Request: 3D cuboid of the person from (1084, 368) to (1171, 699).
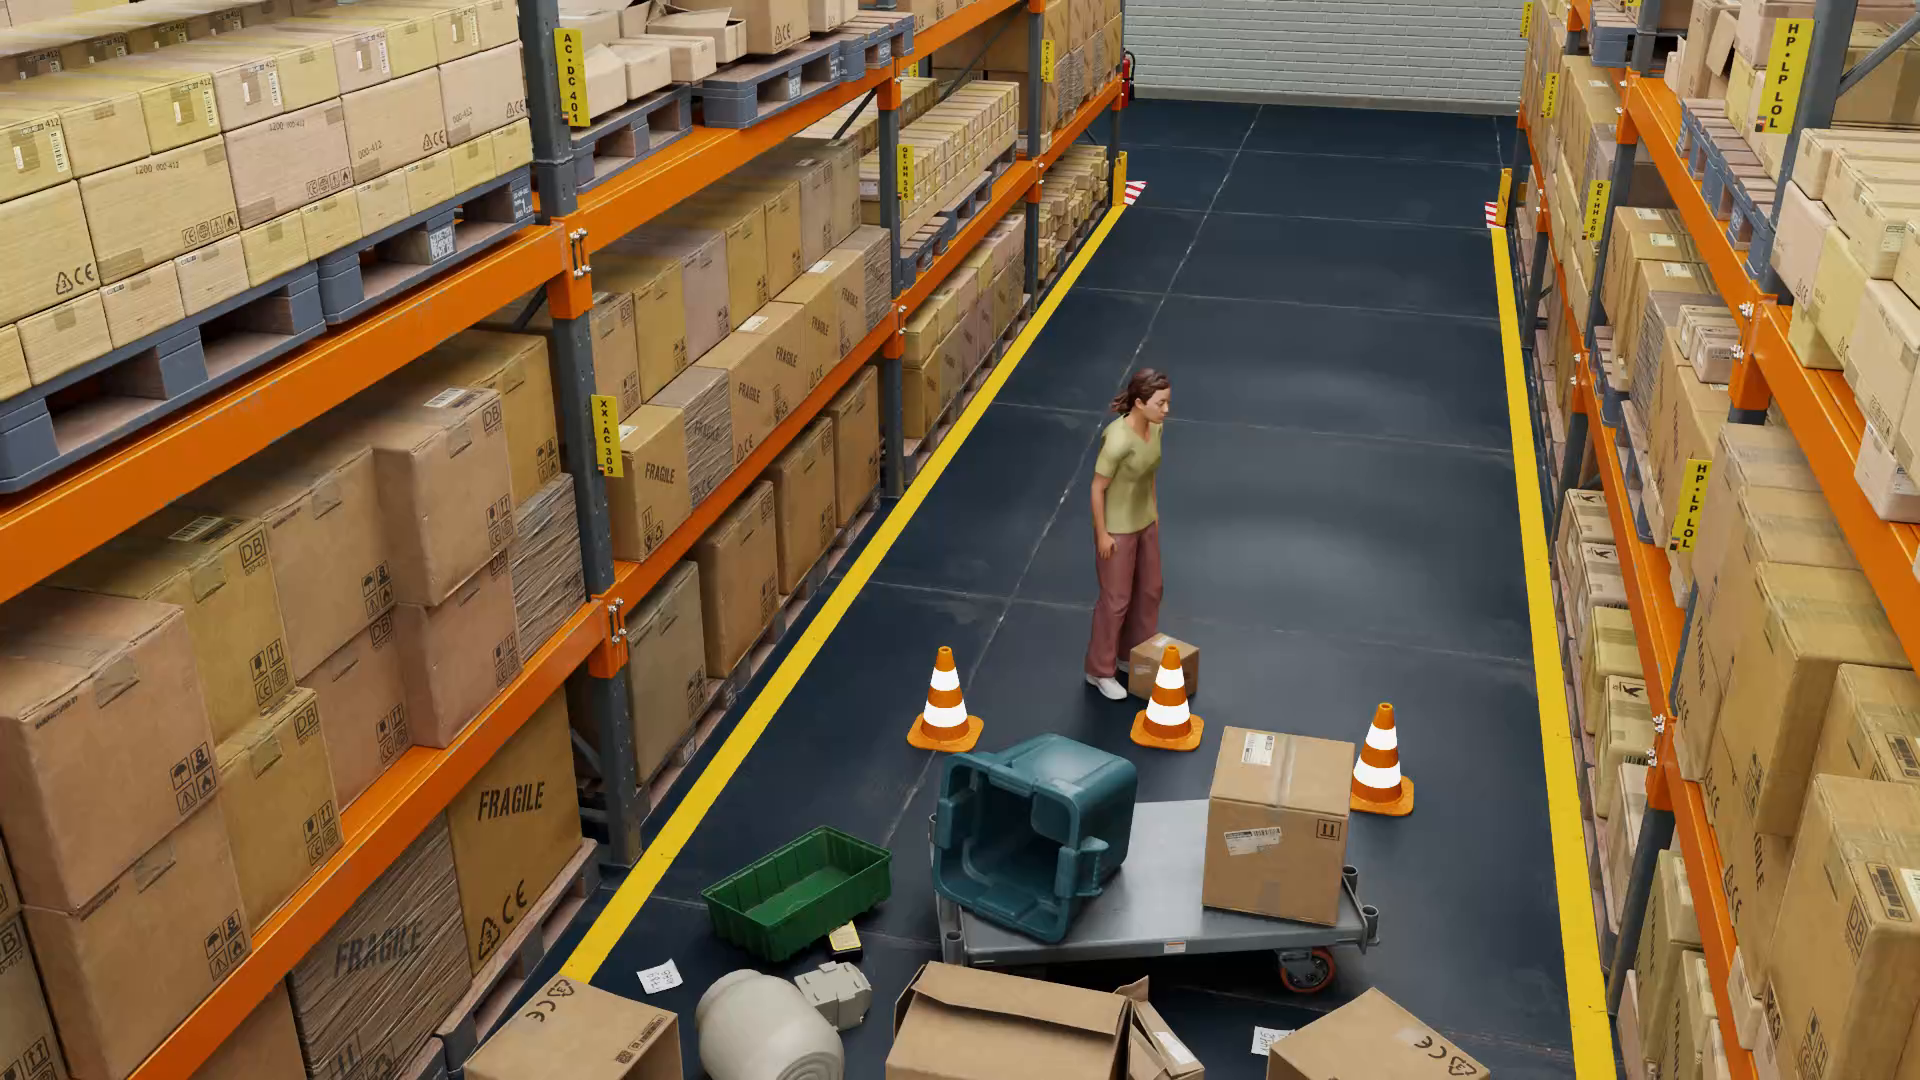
[{"bbox_3d":[0.866,-0.051,8.219,0.416,1.671,0.509,20,32,36],"label":"person"}]
